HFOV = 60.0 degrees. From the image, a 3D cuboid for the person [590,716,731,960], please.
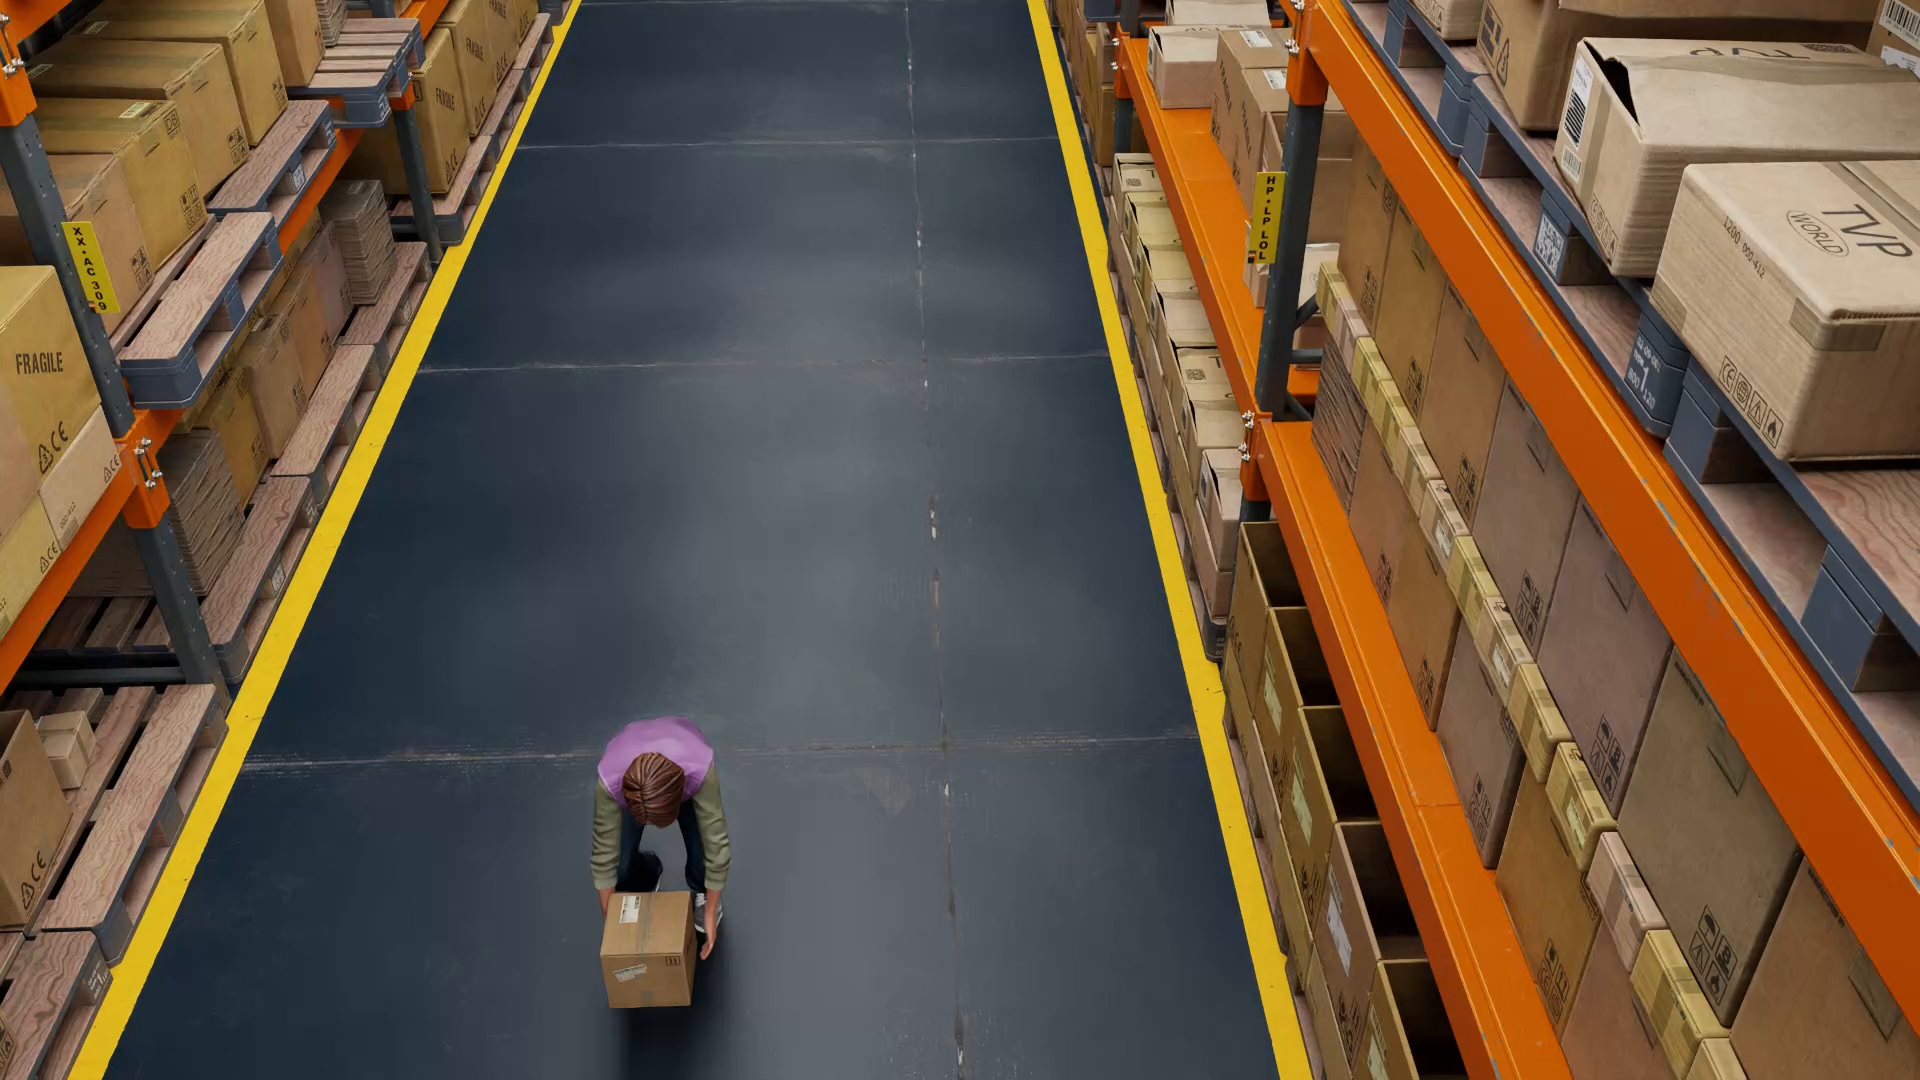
[{"bbox_3d":[-0.956,0.910,5.405,0.454,0.997,0.765,-2,36,-2],"label":"person"}]
